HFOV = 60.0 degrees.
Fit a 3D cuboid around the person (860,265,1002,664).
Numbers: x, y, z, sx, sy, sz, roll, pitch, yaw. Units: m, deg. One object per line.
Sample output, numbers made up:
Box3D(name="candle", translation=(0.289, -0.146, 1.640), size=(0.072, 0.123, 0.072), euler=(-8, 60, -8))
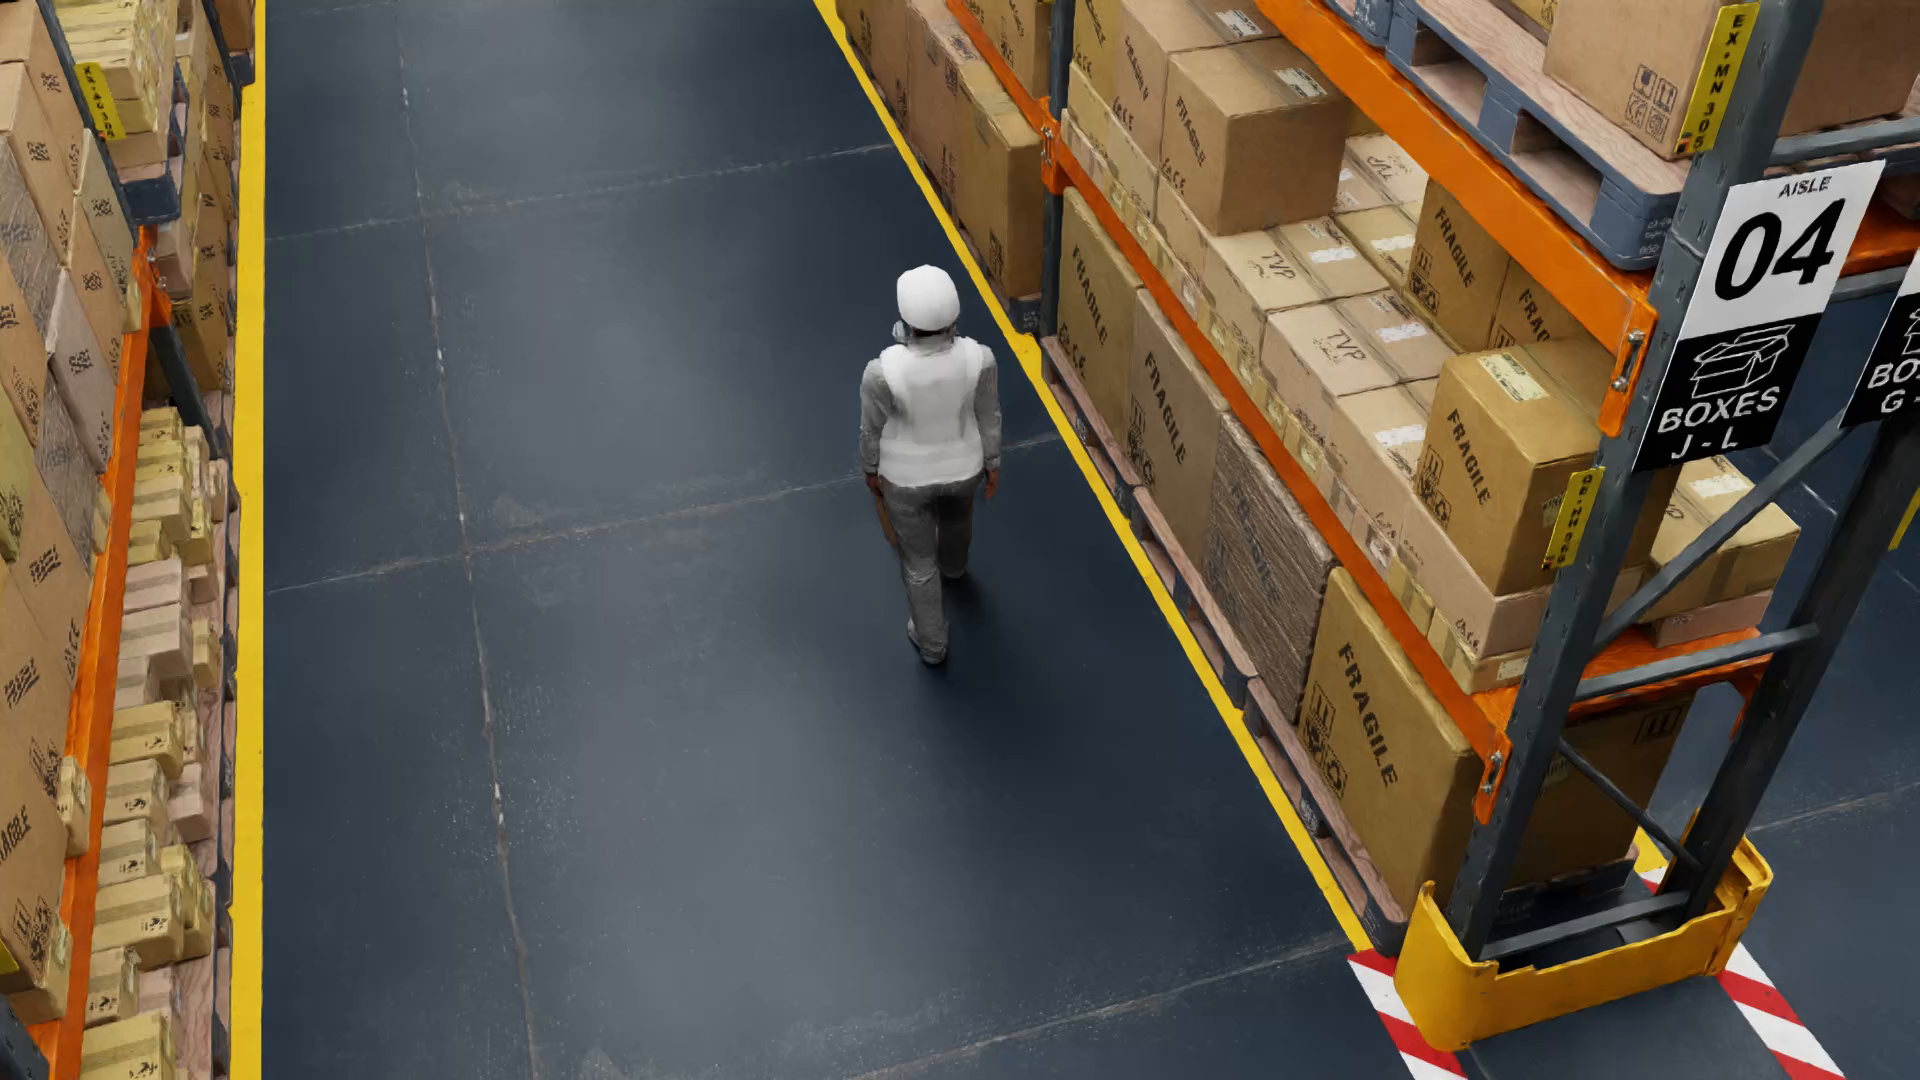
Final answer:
Box3D(name="person", translation=(-0.152, -0.378, 6.552), size=(0.537, 1.757, 0.774), euler=(-12, 43, -13))
